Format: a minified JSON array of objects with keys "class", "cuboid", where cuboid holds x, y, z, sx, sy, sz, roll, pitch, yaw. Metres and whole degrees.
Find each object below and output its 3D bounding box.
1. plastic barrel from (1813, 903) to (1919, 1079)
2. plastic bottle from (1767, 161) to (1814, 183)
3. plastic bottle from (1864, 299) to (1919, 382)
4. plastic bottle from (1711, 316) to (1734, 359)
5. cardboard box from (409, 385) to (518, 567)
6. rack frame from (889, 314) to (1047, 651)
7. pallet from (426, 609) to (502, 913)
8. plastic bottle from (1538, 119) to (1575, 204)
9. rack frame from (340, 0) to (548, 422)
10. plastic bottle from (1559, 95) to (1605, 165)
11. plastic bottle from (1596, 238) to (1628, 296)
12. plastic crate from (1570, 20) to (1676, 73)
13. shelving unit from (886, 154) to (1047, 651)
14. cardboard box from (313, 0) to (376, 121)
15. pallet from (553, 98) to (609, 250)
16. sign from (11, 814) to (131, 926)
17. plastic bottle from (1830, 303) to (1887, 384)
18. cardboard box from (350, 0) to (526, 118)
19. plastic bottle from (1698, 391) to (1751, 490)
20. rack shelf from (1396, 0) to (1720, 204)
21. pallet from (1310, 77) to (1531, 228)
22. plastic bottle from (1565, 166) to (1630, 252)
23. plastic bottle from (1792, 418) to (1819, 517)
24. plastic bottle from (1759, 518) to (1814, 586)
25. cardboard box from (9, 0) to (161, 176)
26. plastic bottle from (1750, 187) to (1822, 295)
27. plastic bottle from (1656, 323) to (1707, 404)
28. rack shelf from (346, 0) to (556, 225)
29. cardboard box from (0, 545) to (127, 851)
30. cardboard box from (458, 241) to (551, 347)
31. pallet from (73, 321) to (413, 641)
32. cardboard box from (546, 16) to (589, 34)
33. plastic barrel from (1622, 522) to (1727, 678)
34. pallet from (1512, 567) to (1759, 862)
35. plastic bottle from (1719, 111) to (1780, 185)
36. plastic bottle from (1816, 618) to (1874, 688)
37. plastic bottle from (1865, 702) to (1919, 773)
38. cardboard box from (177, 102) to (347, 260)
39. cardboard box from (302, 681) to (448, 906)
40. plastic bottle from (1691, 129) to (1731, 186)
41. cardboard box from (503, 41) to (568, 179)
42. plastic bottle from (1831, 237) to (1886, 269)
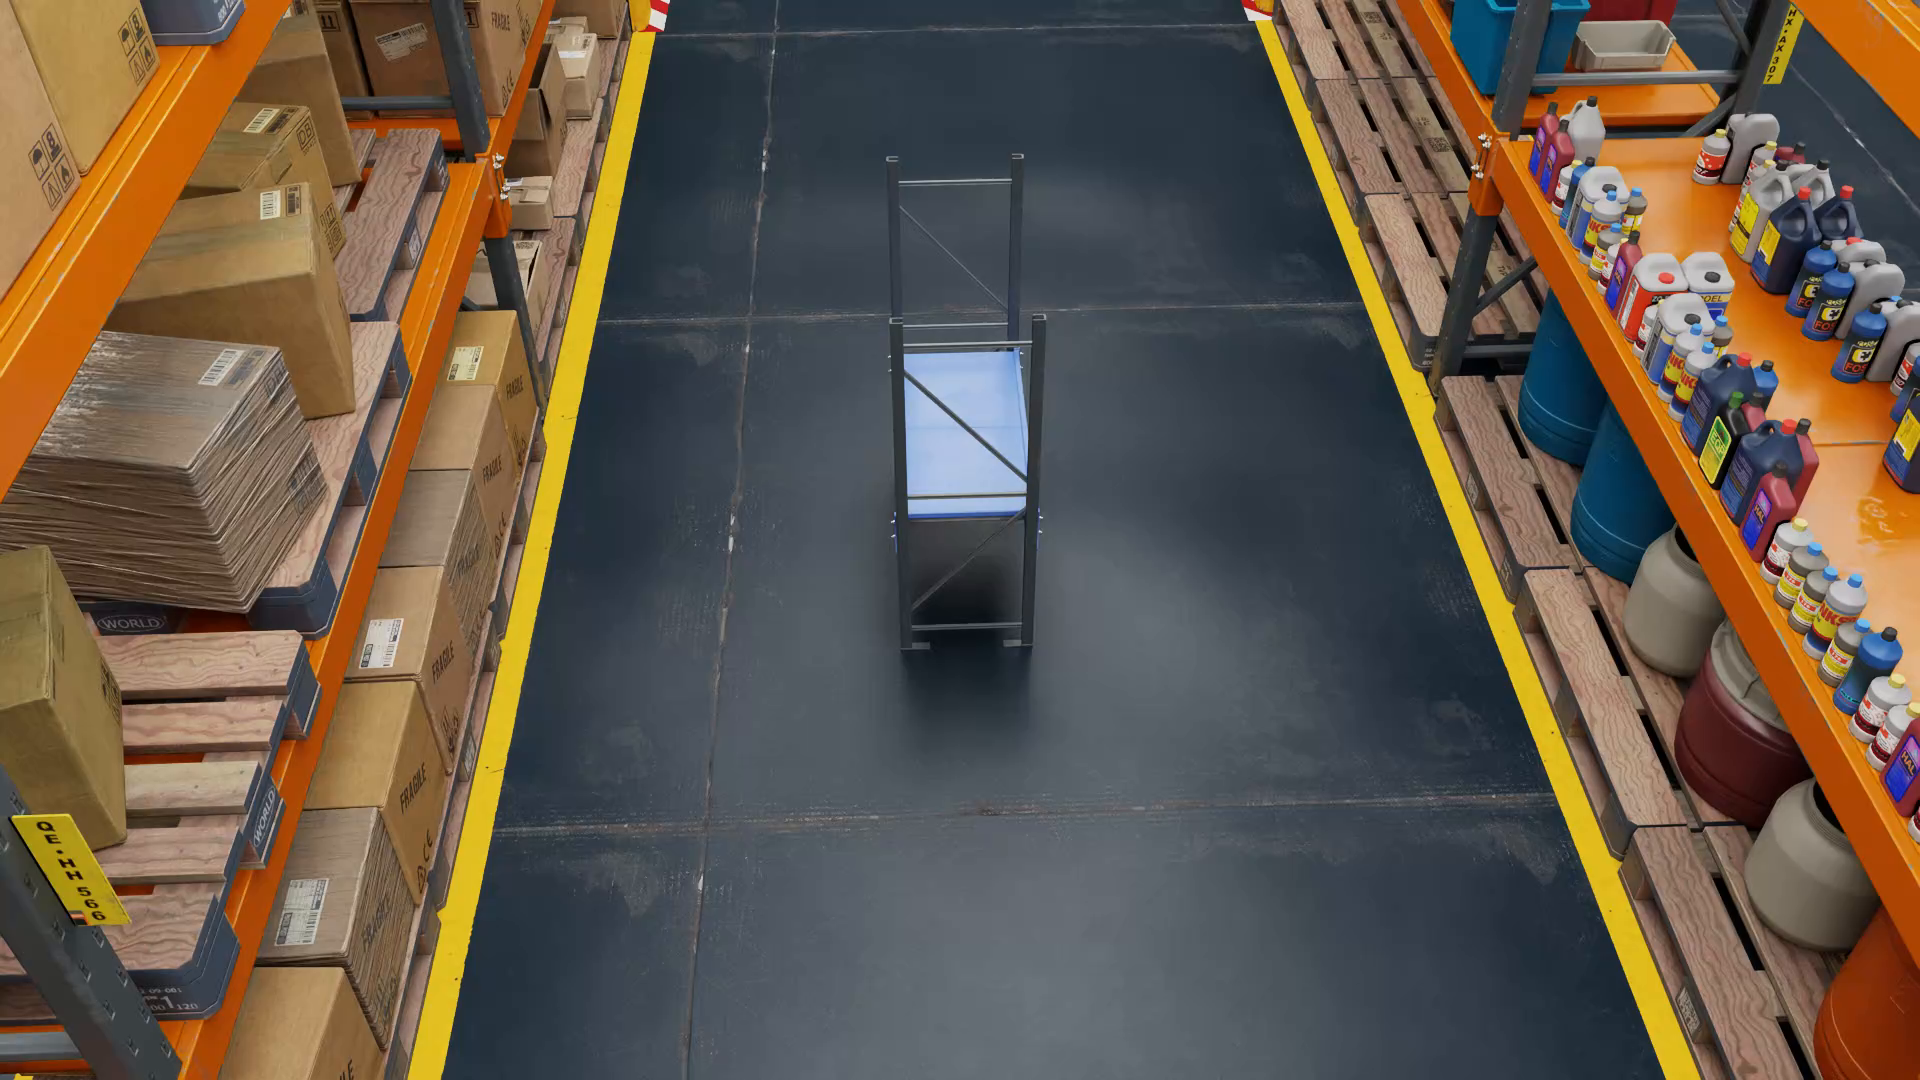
[{"class":"plastic barrel","cuboid":[2.749,1.223,4.491,0.600,0.830,0.708,-2,43,-2]},{"class":"plastic bottle","cuboid":[2.972,-1.244,5.979,0.152,0.276,0.135,-2,43,-2]},{"class":"plastic bottle","cuboid":[3.009,-0.656,5.338,0.152,0.276,0.135,-2,43,-2]},{"class":"plastic bottle","cuboid":[2.429,-0.631,5.365,0.097,0.201,0.097,0,43,0]},{"class":"cardboard box","cuboid":[-2.013,-0.235,6.311,0.500,0.500,0.500,-2,43,-2]},{"class":"rack frame","cuboid":[0.025,-0.152,5.806,0.500,1.500,0.032,-2,43,-2]},{"class":"pallet","cuboid":[-2.205,0.748,5.778,1.003,0.211,1.213,-2,43,-2]},{"class":"plastic bottle","cuboid":[2.212,-1.400,6.144,0.061,0.283,0.133,-2,43,-2]},{"class":"rack frame","cuboid":[-2.332,-1.653,6.334,1.000,3.000,0.127,-2,43,-2]},{"class":"plastic bottle","cuboid":[2.309,-1.501,6.204,0.144,0.351,0.185,-2,43,-2]},{"class":"plastic bottle","cuboid":[2.257,-0.939,5.701,0.097,0.201,0.097,0,43,0]},{"class":"plastic crate","cuboid":[2.740,-2.036,6.902,0.396,0.136,0.243,-2,43,-2]},{"class":"shelving unit","cuboid":[0.004,-0.495,6.180,0.538,1.500,1.048,-2,43,-2]},{"class":"cardboard box","cuboid":[-2.610,-2.020,6.660,0.500,0.500,0.500,-1,43,-1]},{"class":"pallet","cuboid":[-2.415,-1.915,8.683,1.003,0.211,1.213,-2,43,-2]},{"class":"sign","cuboid":[-1.608,0.602,3.016,0.100,0.325,0.005,-2,43,-2]},{"class":"plastic bottle","cuboid":[2.885,-0.638,5.321,0.097,0.271,0.097,0,43,0]},{"class":"cardboard box","cuboid":[-2.082,-2.042,6.684,0.500,0.500,0.500,-1,43,-1]},{"class":"plastic bottle","cuboid":[2.281,-0.297,4.940,0.061,0.283,0.133,-2,43,-2]},{"class":"rack shelf","cuboid":[2.532,-2.878,8.202,1.077,0.370,4.000,-2,43,-2]},{"class":"pallet","cuboid":[2.492,-2.086,8.869,1.003,0.211,1.213,-2,43,-2]},{"class":"plastic bottle","cuboid":[2.271,-1.177,5.906,0.152,0.276,0.135,-2,43,-2]},{"class":"plastic bottle","cuboid":[2.431,-0.211,4.847,0.061,0.283,0.133,-2,43,-2]},{"class":"plastic bottle","cuboid":[2.318,0.026,4.649,0.097,0.201,0.097,0,43,0]},{"class":"cardboard box","cuboid":[-2.258,-1.085,3.419,0.910,0.500,0.500,-2,43,-2]},{"class":"plastic bottle","cuboid":[2.846,-1.035,5.695,0.144,0.351,0.185,-2,43,-2]},{"class":"plastic bottle","cuboid":[2.282,-0.561,5.238,0.097,0.271,0.097,0,43,0]},{"class":"rack shelf","cuboid":[-2.417,-2.738,8.050,1.077,0.370,4.000,-2,43,-2]},{"class":"cardboard box","cuboid":[-2.302,0.433,3.672,0.700,0.500,0.500,-15,45,-16]},{"class":"cardboard box","cuboid":[-2.134,-1.114,7.410,0.500,0.311,0.500,-2,43,-2]},{"class":"pallet","cuboid":[-2.250,-0.195,4.885,1.003,0.211,1.213,-2,43,-2]},{"class":"cardboard box","cuboid":[-2.306,-2.835,9.395,0.380,0.166,0.250,-2,43,-2]},{"class":"plastic barrel","cuboid":[2.587,0.199,5.844,0.421,0.512,0.421,0,43,0]},{"class":"pallet","cuboid":[2.663,0.583,5.958,1.003,0.211,1.213,-2,43,-2]},{"class":"plastic bottle","cuboid":[2.956,-1.490,6.248,0.152,0.276,0.135,-2,43,-2]},{"class":"plastic bottle","cuboid":[2.334,0.288,4.362,0.097,0.201,0.097,0,43,0]},{"class":"plastic bottle","cuboid":[2.347,0.486,4.147,0.097,0.201,0.097,0,43,0]},{"class":"cardboard box","cuboid":[-2.443,-1.056,5.298,0.700,0.500,0.500,5,43,5]},{"class":"cardboard box","cuboid":[-1.940,0.799,5.183,0.500,0.500,0.500,-2,43,-2]},{"class":"plastic bottle","cuboid":[2.832,-1.447,6.256,0.097,0.201,0.097,0,43,0]},{"class":"cardboard box","cuboid":[-2.417,-2.163,8.412,0.797,0.503,0.637,-2,43,-2]},{"class":"plastic bottle","cuboid":[2.993,-0.903,5.607,0.152,0.276,0.135,-2,43,-2]}]
